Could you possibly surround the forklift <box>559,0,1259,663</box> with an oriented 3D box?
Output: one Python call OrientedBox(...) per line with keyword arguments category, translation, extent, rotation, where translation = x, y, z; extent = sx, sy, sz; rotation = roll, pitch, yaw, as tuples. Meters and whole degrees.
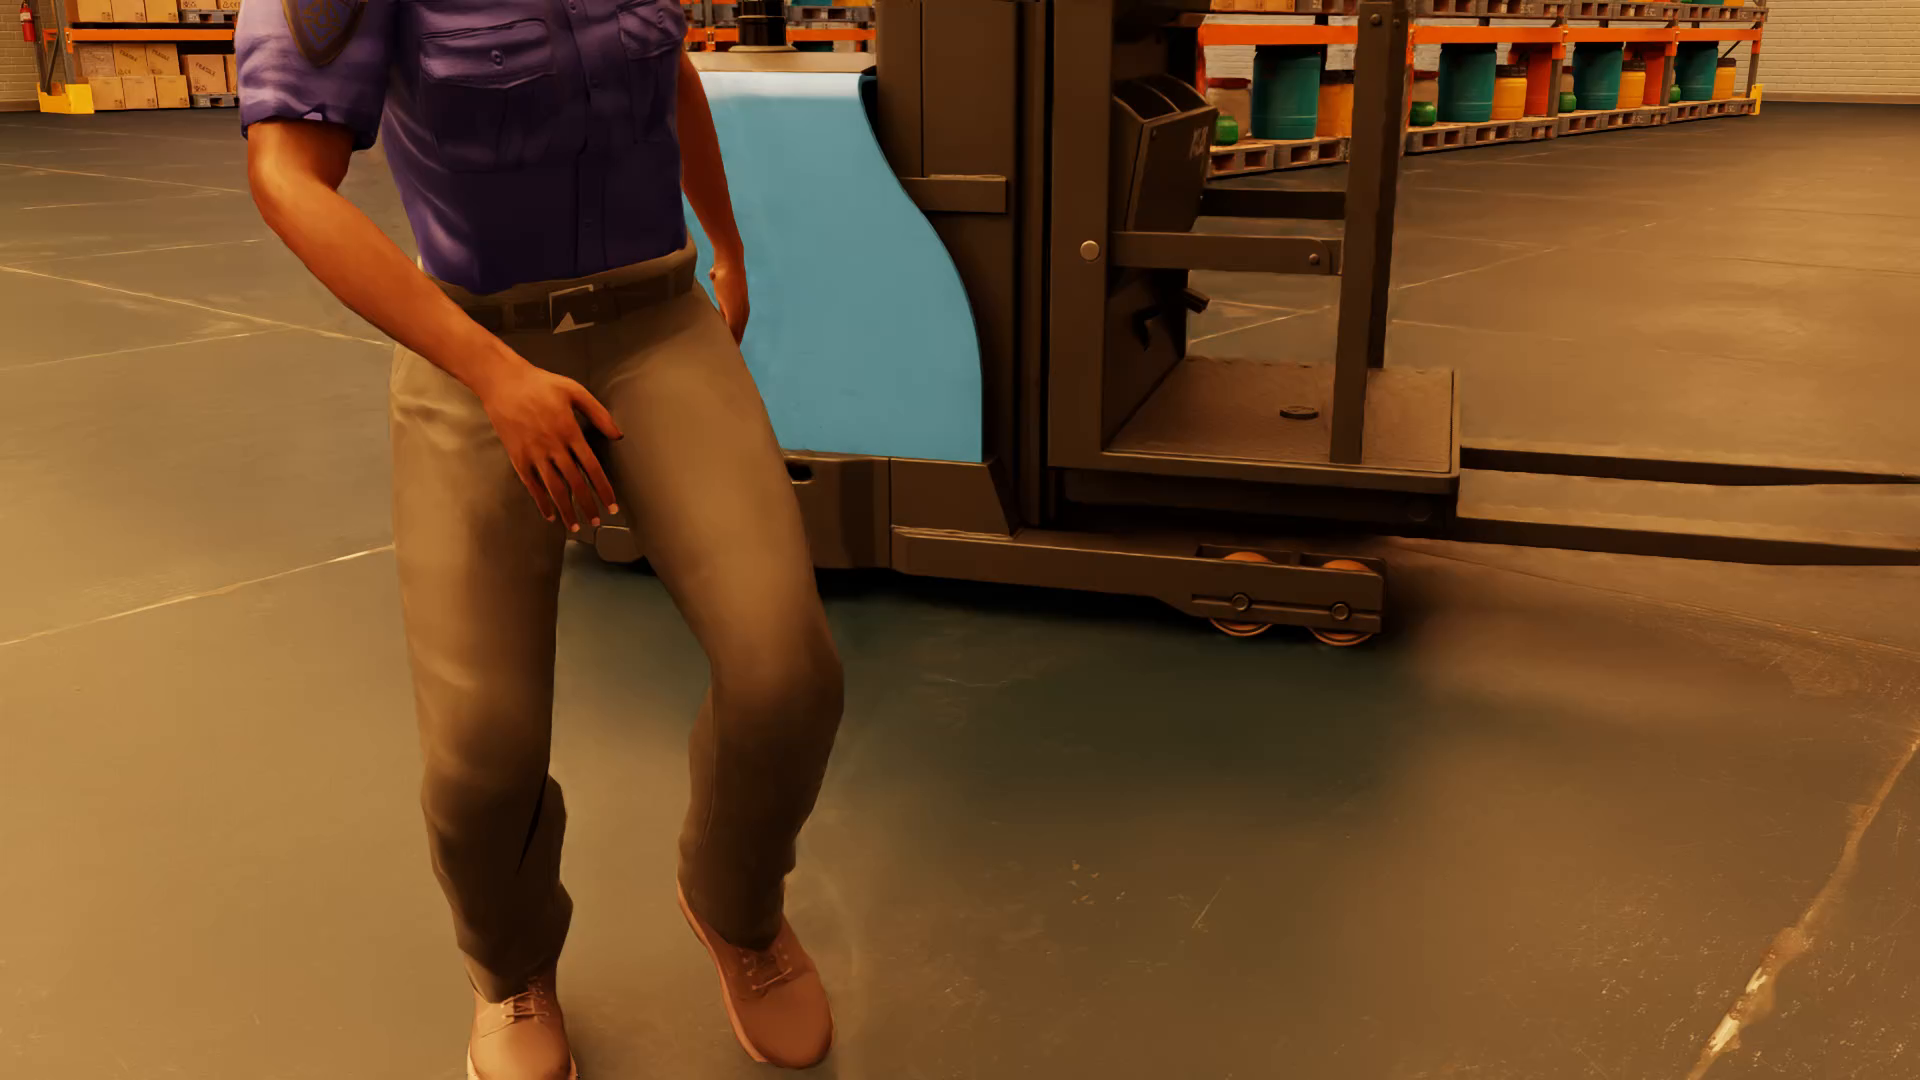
OrientedBox(category="forklift", translation=(0.182, -1.571, 4.072), extent=(1.130, 2.935, 3.031), rotation=(5, 18, 17))
